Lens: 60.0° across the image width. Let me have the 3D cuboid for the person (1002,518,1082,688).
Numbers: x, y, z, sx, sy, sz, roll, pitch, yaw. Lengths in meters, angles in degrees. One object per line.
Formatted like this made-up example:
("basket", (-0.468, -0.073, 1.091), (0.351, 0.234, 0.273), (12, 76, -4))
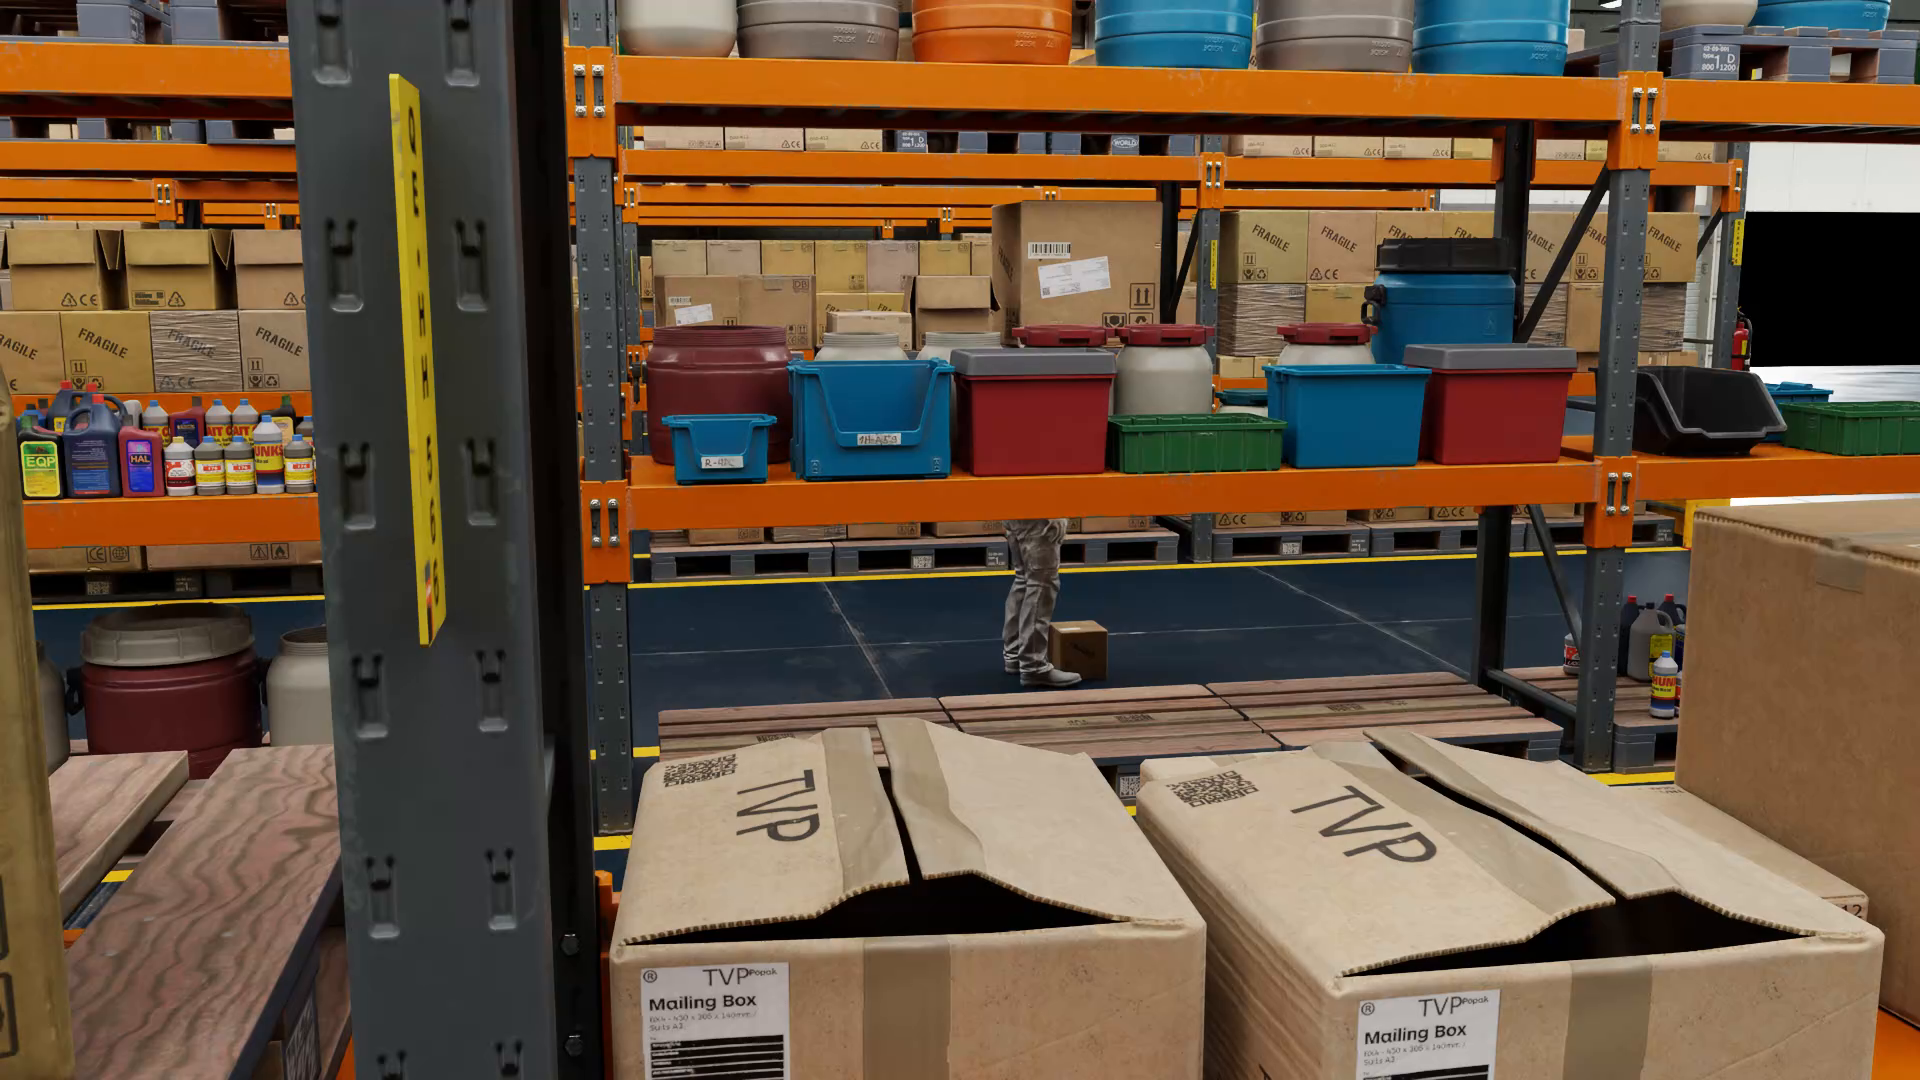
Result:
("person", (0.378, -0.174, 8.396), (0.451, 1.773, 0.623), (-2, 10, -14))
